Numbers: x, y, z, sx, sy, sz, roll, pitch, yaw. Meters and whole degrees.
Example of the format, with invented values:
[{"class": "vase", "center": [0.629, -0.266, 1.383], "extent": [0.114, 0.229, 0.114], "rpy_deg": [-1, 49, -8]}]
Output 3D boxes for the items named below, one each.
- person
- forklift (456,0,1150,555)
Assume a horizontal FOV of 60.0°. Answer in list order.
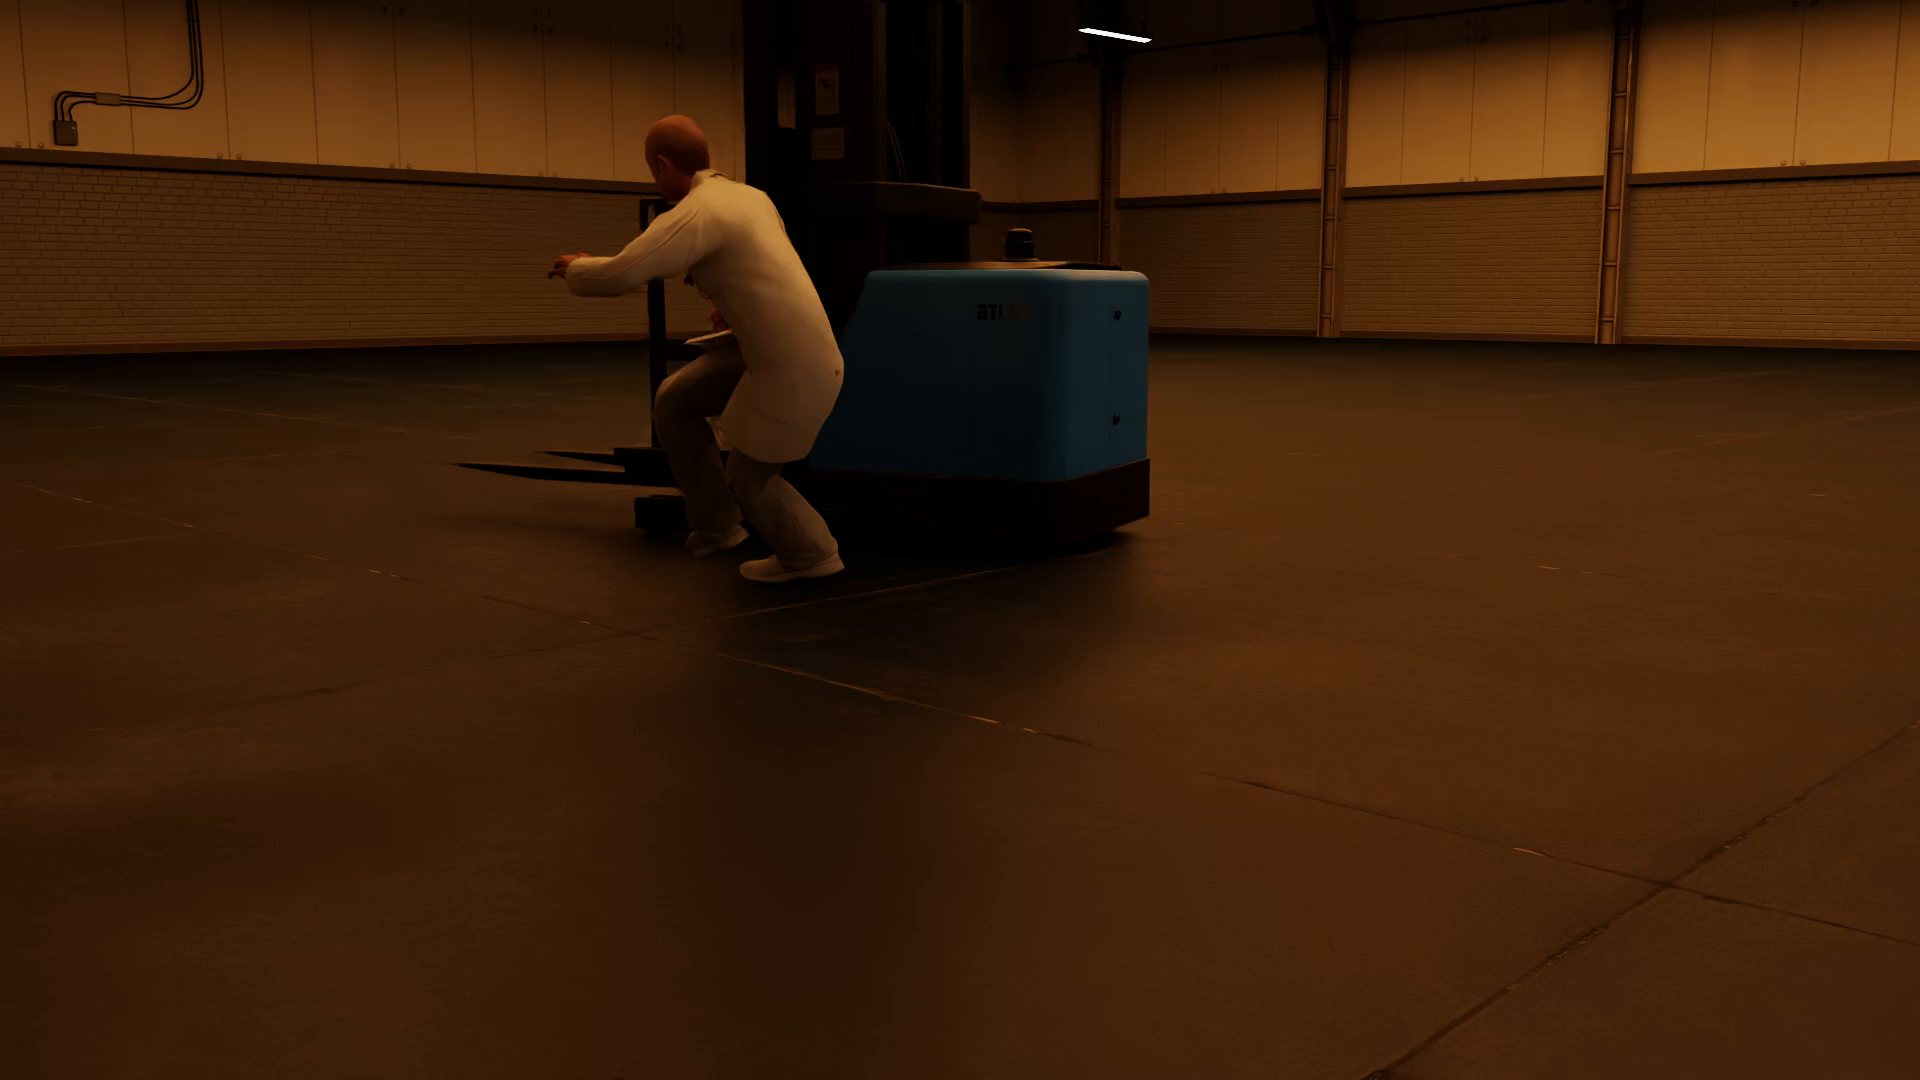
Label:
[{"class": "person", "center": [-0.824, -0.562, 5.344], "extent": [0.908, 1.539, 1.033], "rpy_deg": [0, 9, -2]}, {"class": "forklift", "center": [-0.769, -1.518, 6.957], "extent": [3.031, 2.935, 1.130], "rpy_deg": [4, 10, 26]}]
